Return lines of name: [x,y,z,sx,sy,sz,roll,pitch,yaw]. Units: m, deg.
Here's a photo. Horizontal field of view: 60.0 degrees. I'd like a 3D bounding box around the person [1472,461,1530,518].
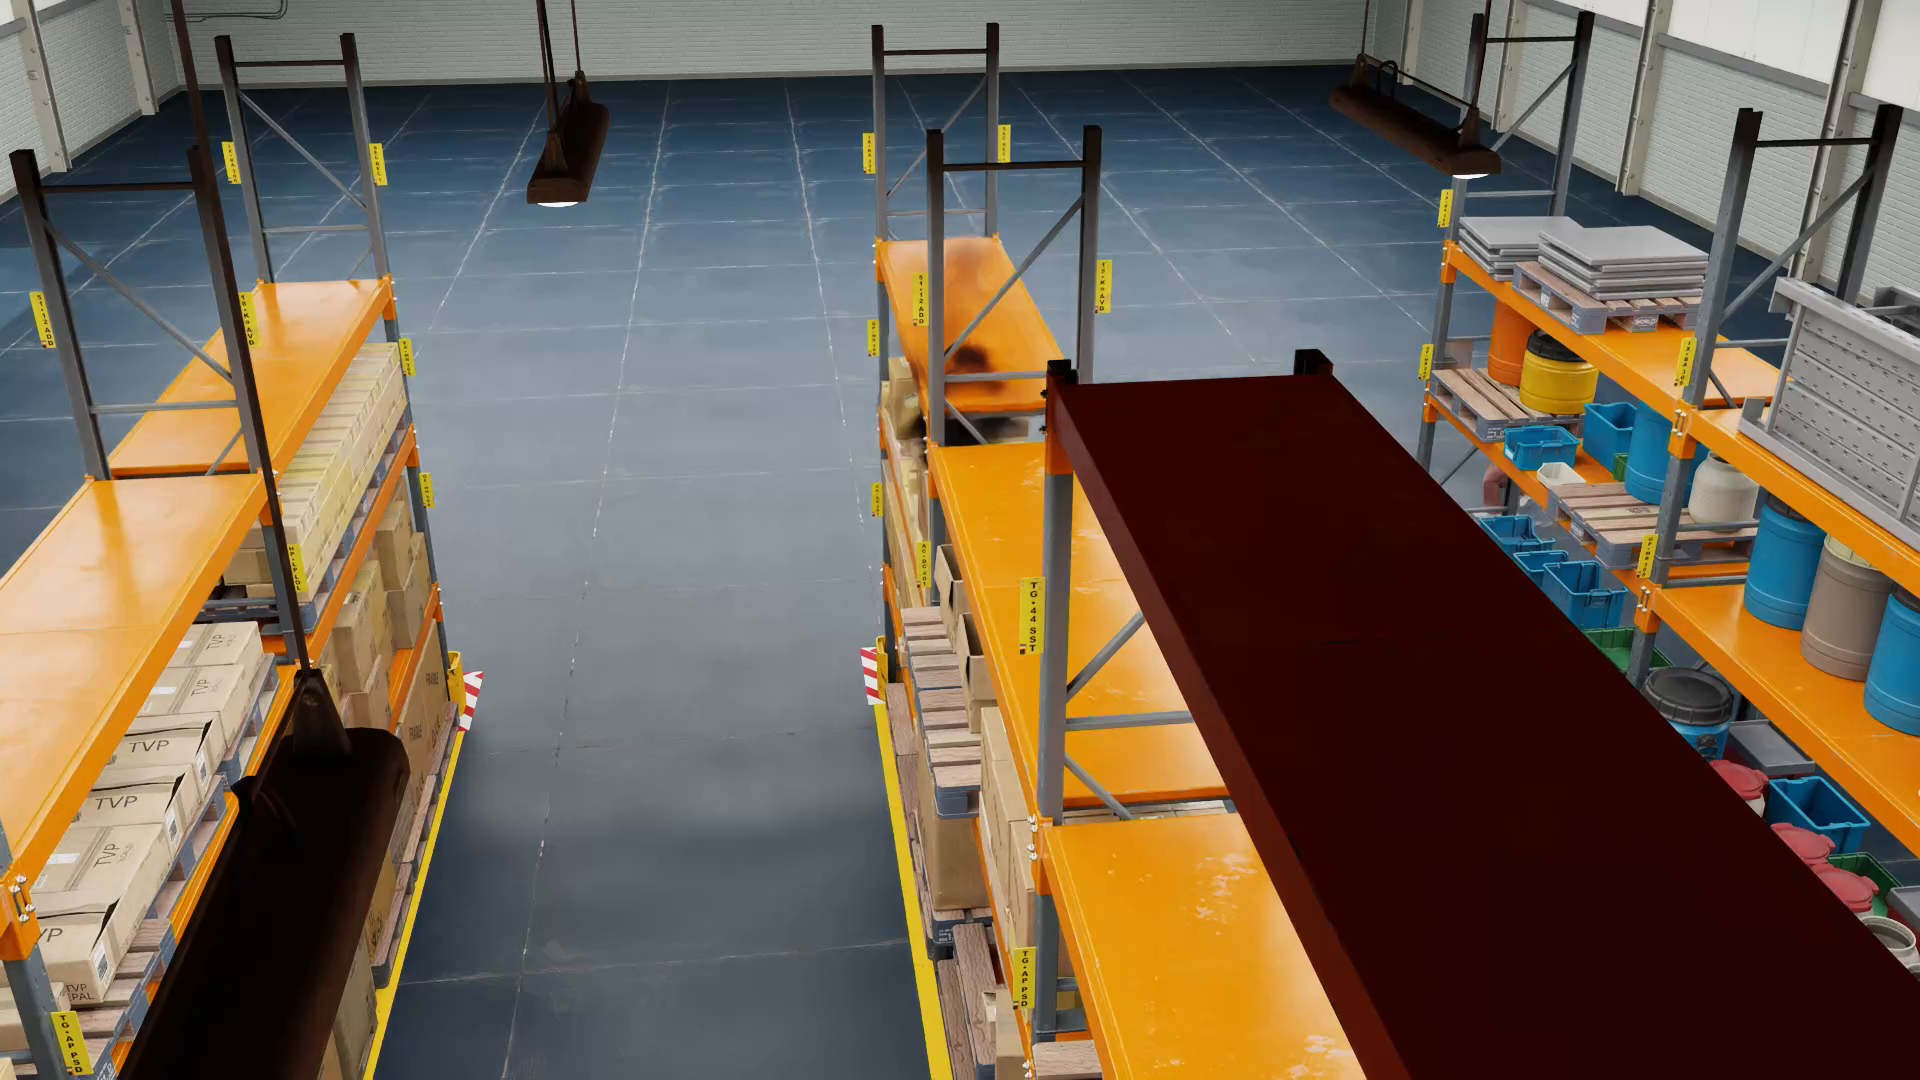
person: [6.204,-0.855,18.707,0.677,1.378,0.542,4,26,9]
